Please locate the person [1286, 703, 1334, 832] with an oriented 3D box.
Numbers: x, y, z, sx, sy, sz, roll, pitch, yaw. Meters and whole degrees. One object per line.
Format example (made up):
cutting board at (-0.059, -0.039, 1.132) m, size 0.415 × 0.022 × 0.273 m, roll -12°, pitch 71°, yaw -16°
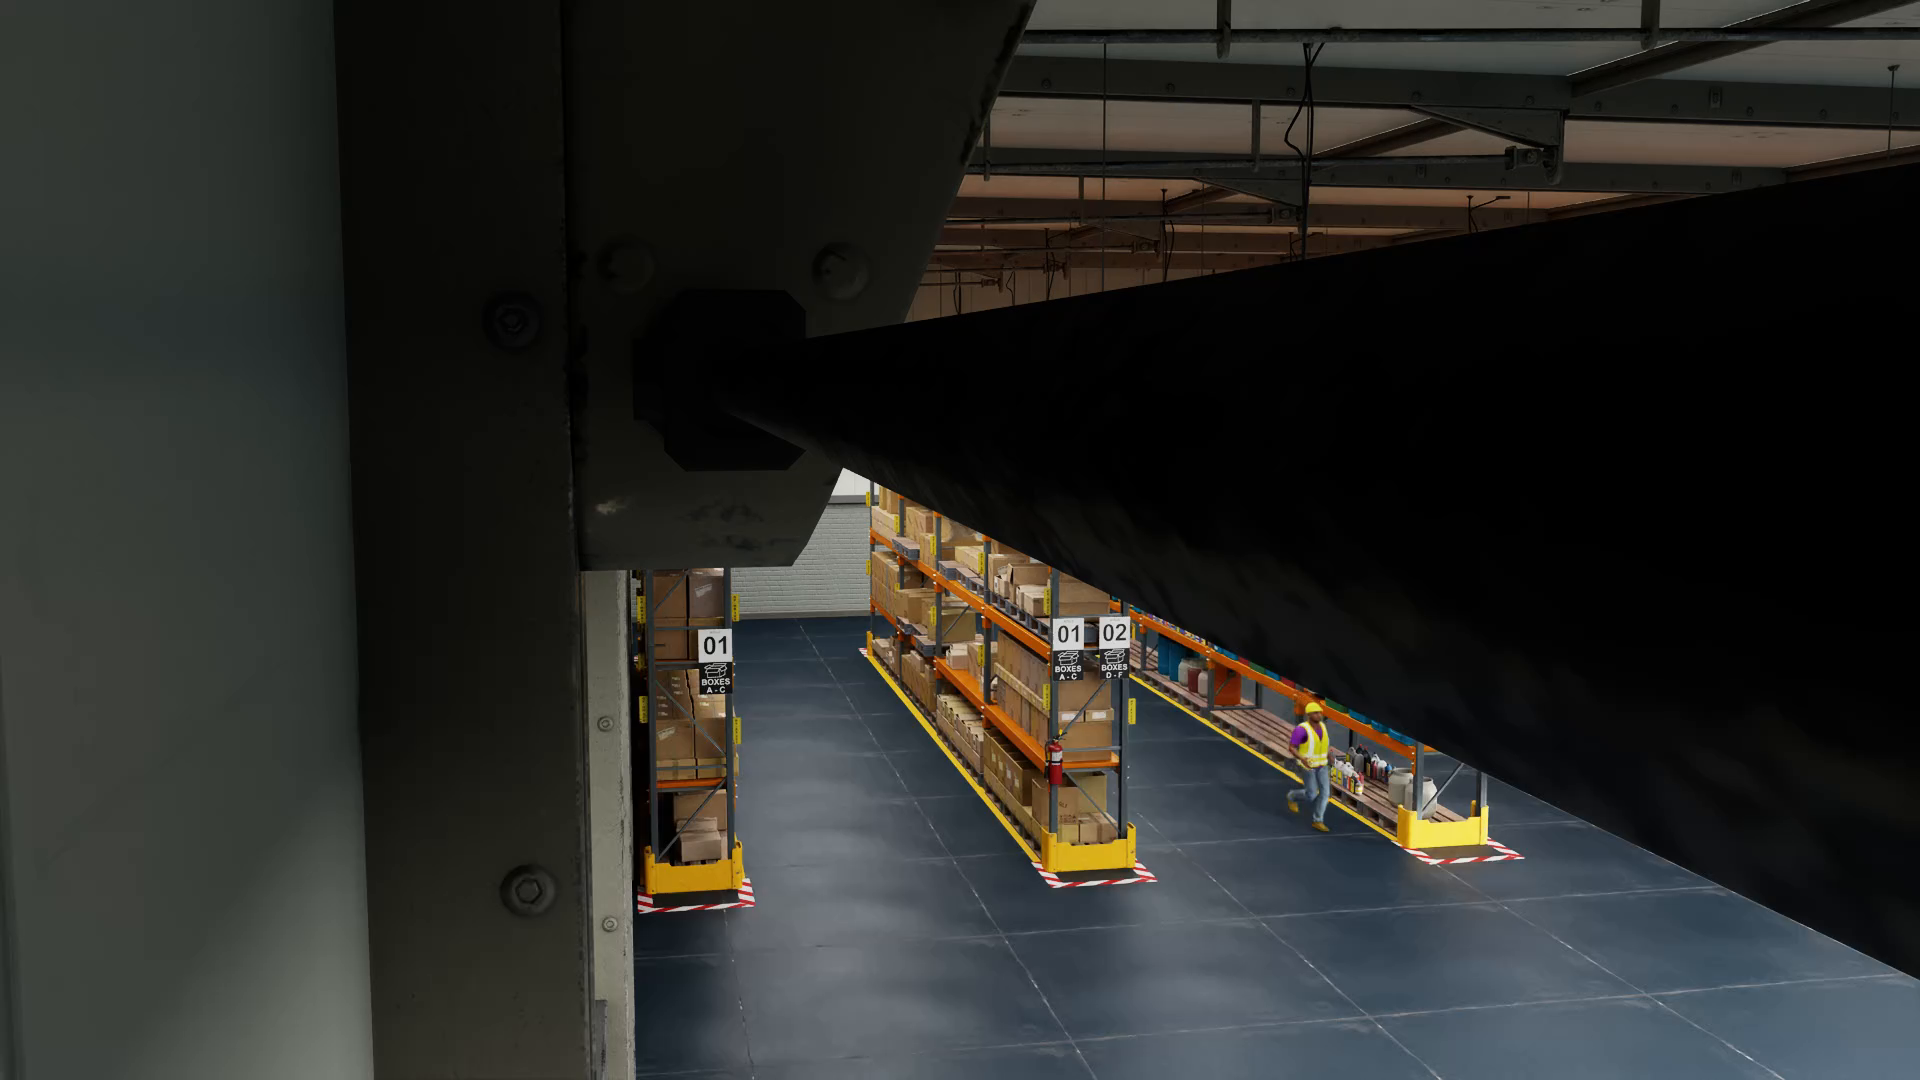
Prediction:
person at (4.832, 3.092, 22.896) m, size 0.698 × 1.743 × 0.778 m, roll -3°, pitch 7°, yaw -27°
